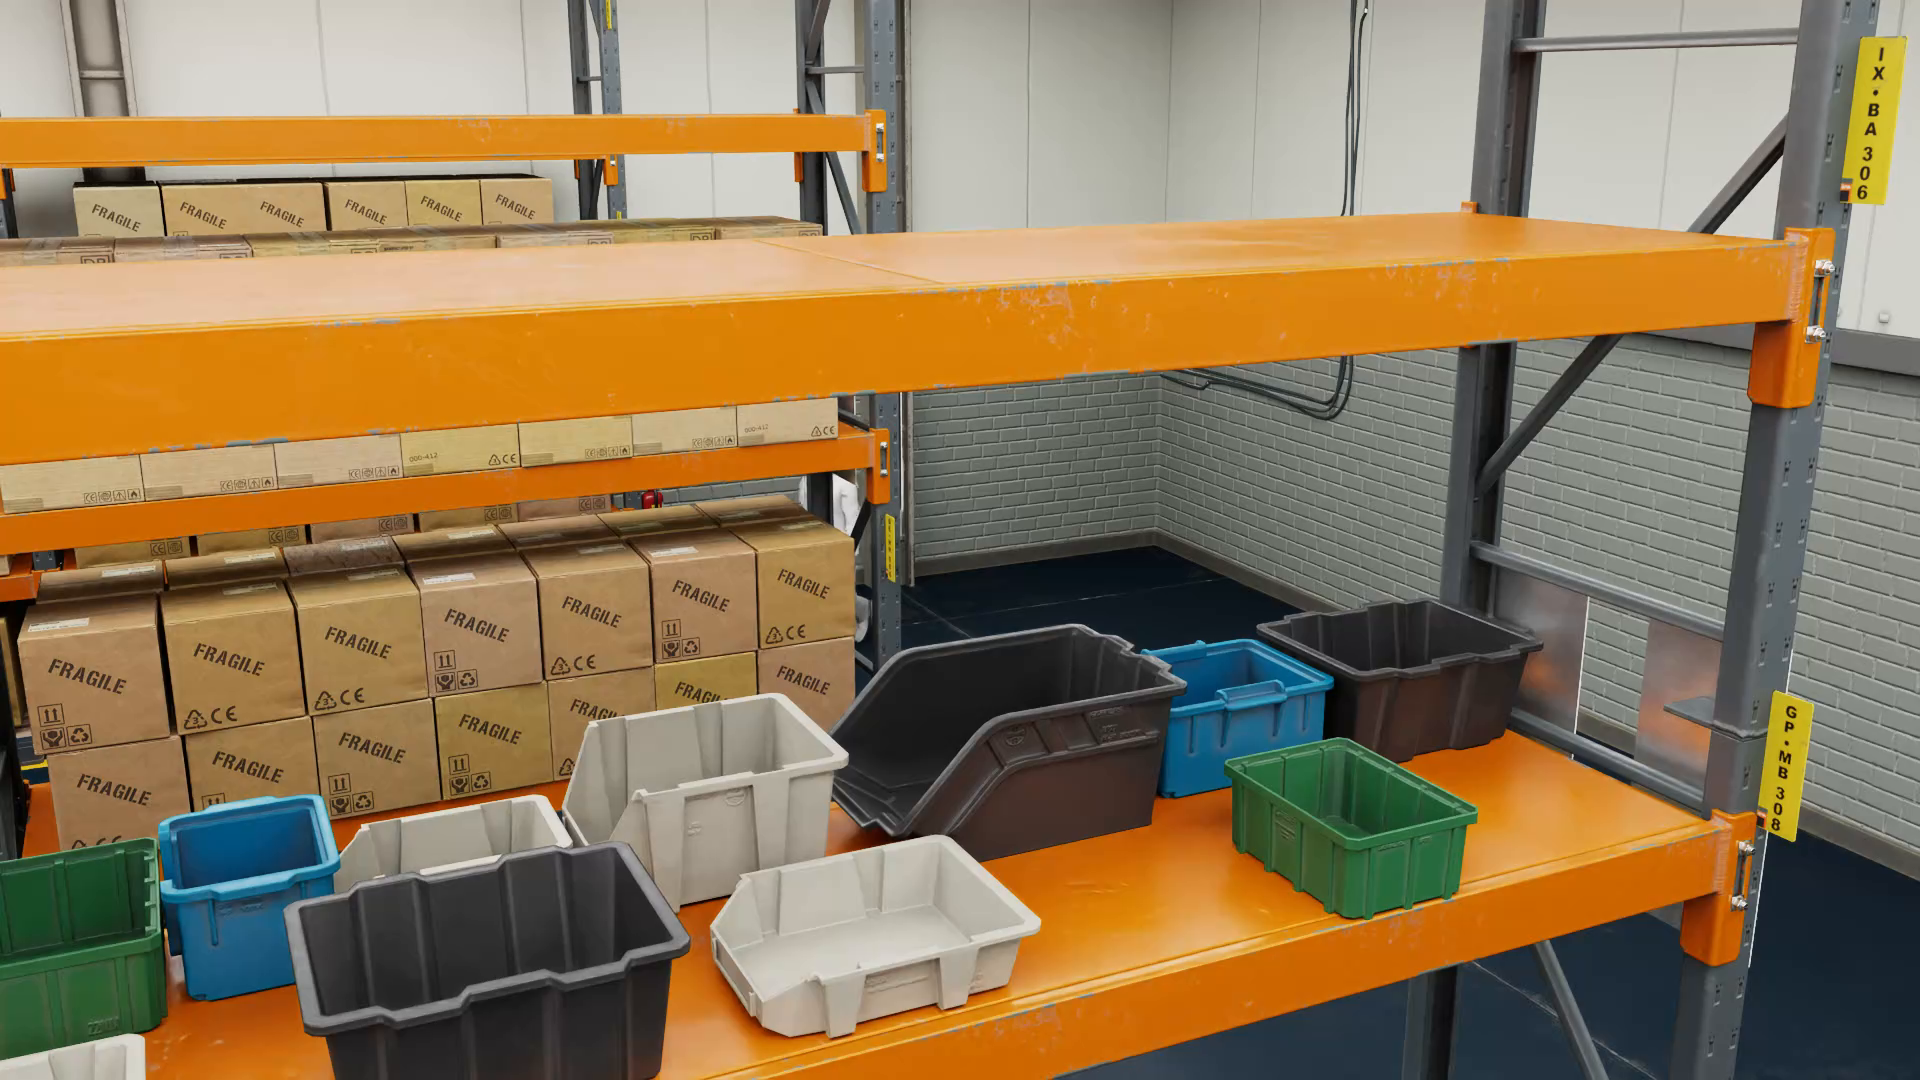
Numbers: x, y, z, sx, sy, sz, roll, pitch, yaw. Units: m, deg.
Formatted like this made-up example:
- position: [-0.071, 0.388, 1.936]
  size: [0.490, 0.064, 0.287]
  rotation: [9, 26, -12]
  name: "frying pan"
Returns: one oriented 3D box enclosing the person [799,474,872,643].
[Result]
- position: [-1.026, 0.073, 13.226]
  size: [0.599, 1.754, 0.855]
  rotation: [9, 17, 30]
  name: "person"
